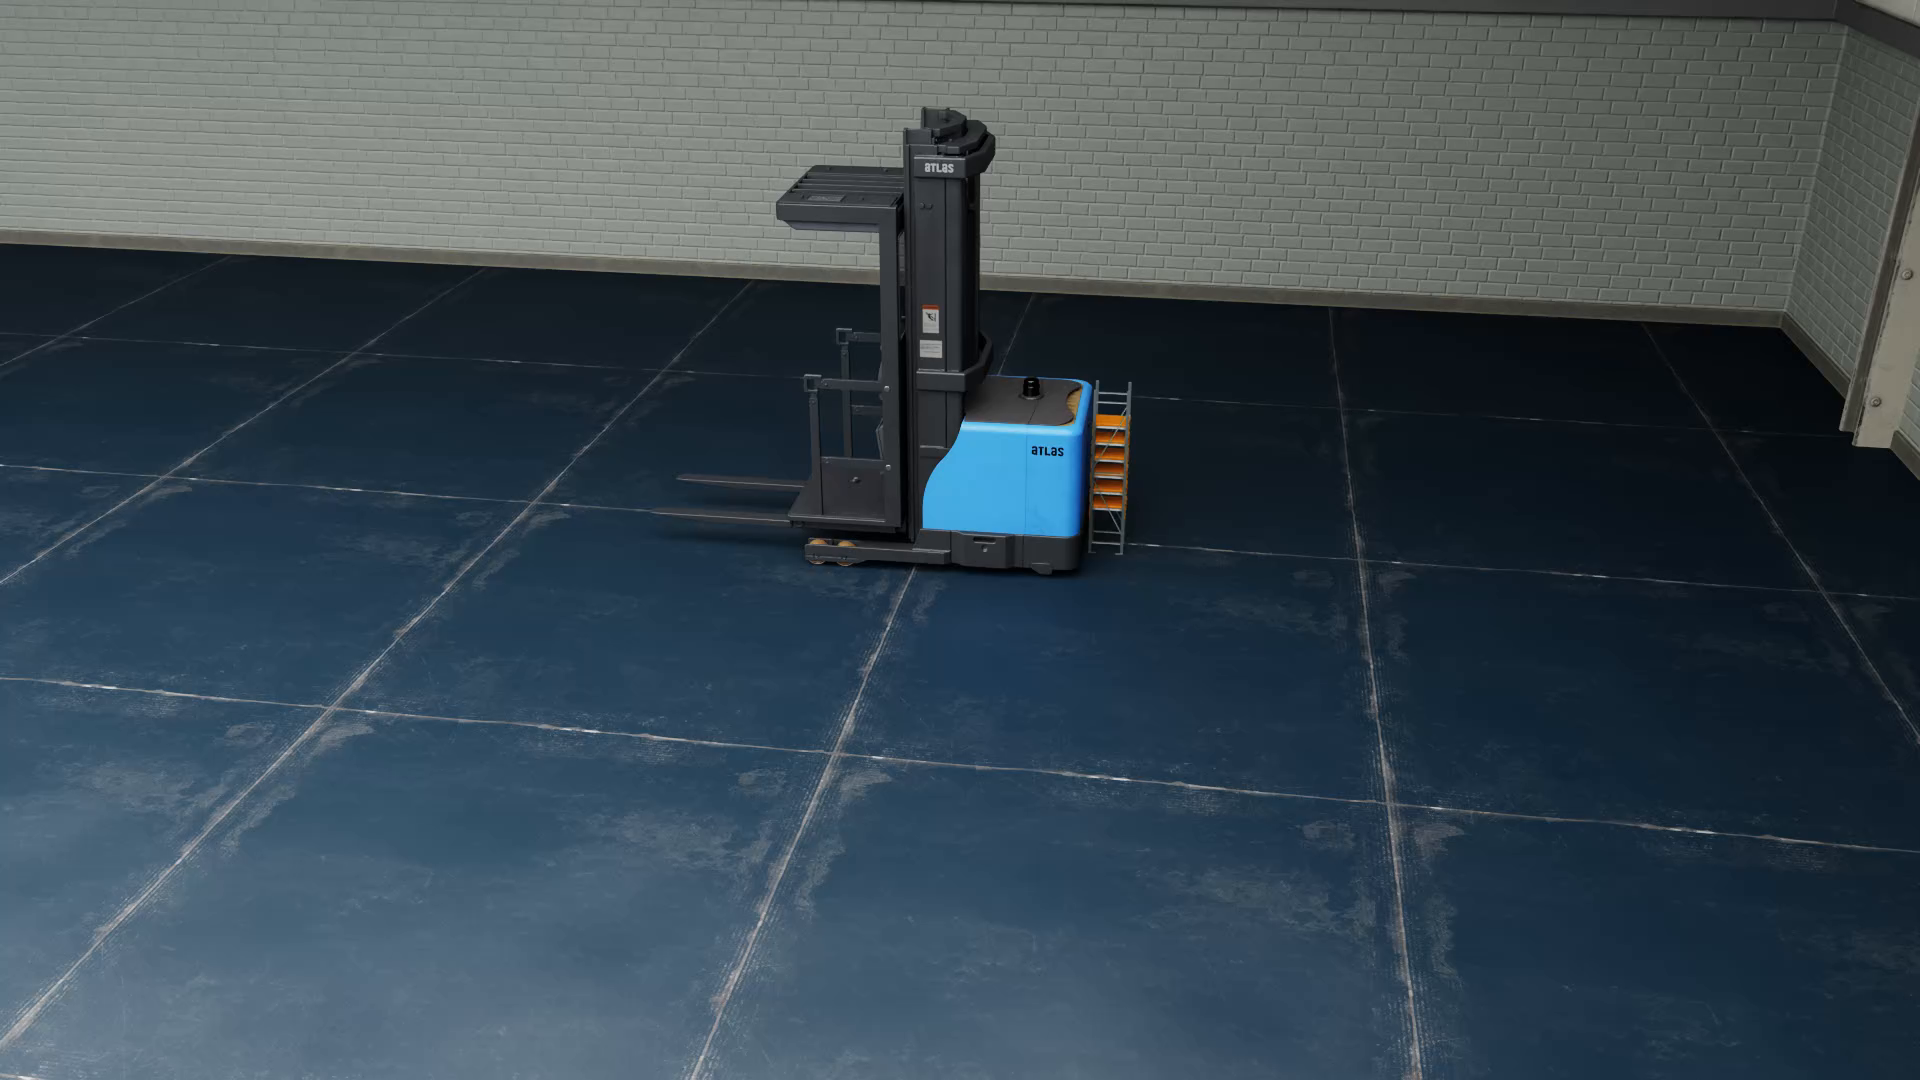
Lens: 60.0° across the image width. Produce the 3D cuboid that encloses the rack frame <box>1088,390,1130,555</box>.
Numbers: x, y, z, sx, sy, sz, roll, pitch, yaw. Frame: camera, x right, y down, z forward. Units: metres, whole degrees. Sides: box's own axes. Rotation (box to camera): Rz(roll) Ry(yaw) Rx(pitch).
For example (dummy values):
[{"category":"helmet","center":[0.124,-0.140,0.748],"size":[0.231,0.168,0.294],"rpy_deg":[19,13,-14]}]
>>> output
[{"category":"rack frame","center":[1.010,-0.447,11.290],"size":[0.240,1.200,0.006],"rpy_deg":[4,25,8]}]

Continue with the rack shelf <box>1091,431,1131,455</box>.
[{"category":"rack shelf","center":[1.023,-0.663,11.289],"size":[0.258,0.103,0.180],"rpy_deg":[4,25,8]}]

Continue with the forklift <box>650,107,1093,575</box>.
[{"category":"forklift","center":[-0.624,-1.366,11.212],"size":[3.031,2.935,1.130],"rpy_deg":[4,25,8]}]

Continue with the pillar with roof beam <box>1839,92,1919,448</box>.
[{"category":"pillar with roof beam","center":[3.121,-5.201,12.247],"size":[9.100,9.000,0.400],"rpy_deg":[4,25,9]}]

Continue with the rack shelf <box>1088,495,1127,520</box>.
[{"category":"rack shelf","center":[1.023,-0.228,11.493],"size":[0.258,0.103,0.180],"rpy_deg":[4,25,8]}]

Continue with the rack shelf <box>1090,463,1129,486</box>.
[{"category":"rack shelf","center":[1.023,-0.445,11.391],"size":[0.258,0.103,0.180],"rpy_deg":[4,25,8]}]

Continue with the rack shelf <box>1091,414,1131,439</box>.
[{"category":"rack shelf","center":[1.023,-0.771,11.238],"size":[0.258,0.103,0.180],"rpy_deg":[4,25,8]}]

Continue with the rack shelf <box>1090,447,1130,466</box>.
[{"category":"rack shelf","center":[1.023,-0.554,11.340],"size":[0.258,0.103,0.180],"rpy_deg":[4,25,8]}]

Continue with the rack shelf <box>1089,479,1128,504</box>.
[{"category":"rack shelf","center":[1.023,-0.337,11.442],"size":[0.258,0.103,0.180],"rpy_deg":[4,25,8]}]

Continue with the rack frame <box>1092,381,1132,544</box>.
[{"category":"rack frame","center":[1.037,-0.524,11.454],"size":[0.240,1.200,0.006],"rpy_deg":[4,25,8]}]

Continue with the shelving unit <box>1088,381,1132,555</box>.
[{"category":"shelving unit","center":[1.023,-0.486,11.372],"size":[0.258,1.200,0.189],"rpy_deg":[4,25,8]}]
